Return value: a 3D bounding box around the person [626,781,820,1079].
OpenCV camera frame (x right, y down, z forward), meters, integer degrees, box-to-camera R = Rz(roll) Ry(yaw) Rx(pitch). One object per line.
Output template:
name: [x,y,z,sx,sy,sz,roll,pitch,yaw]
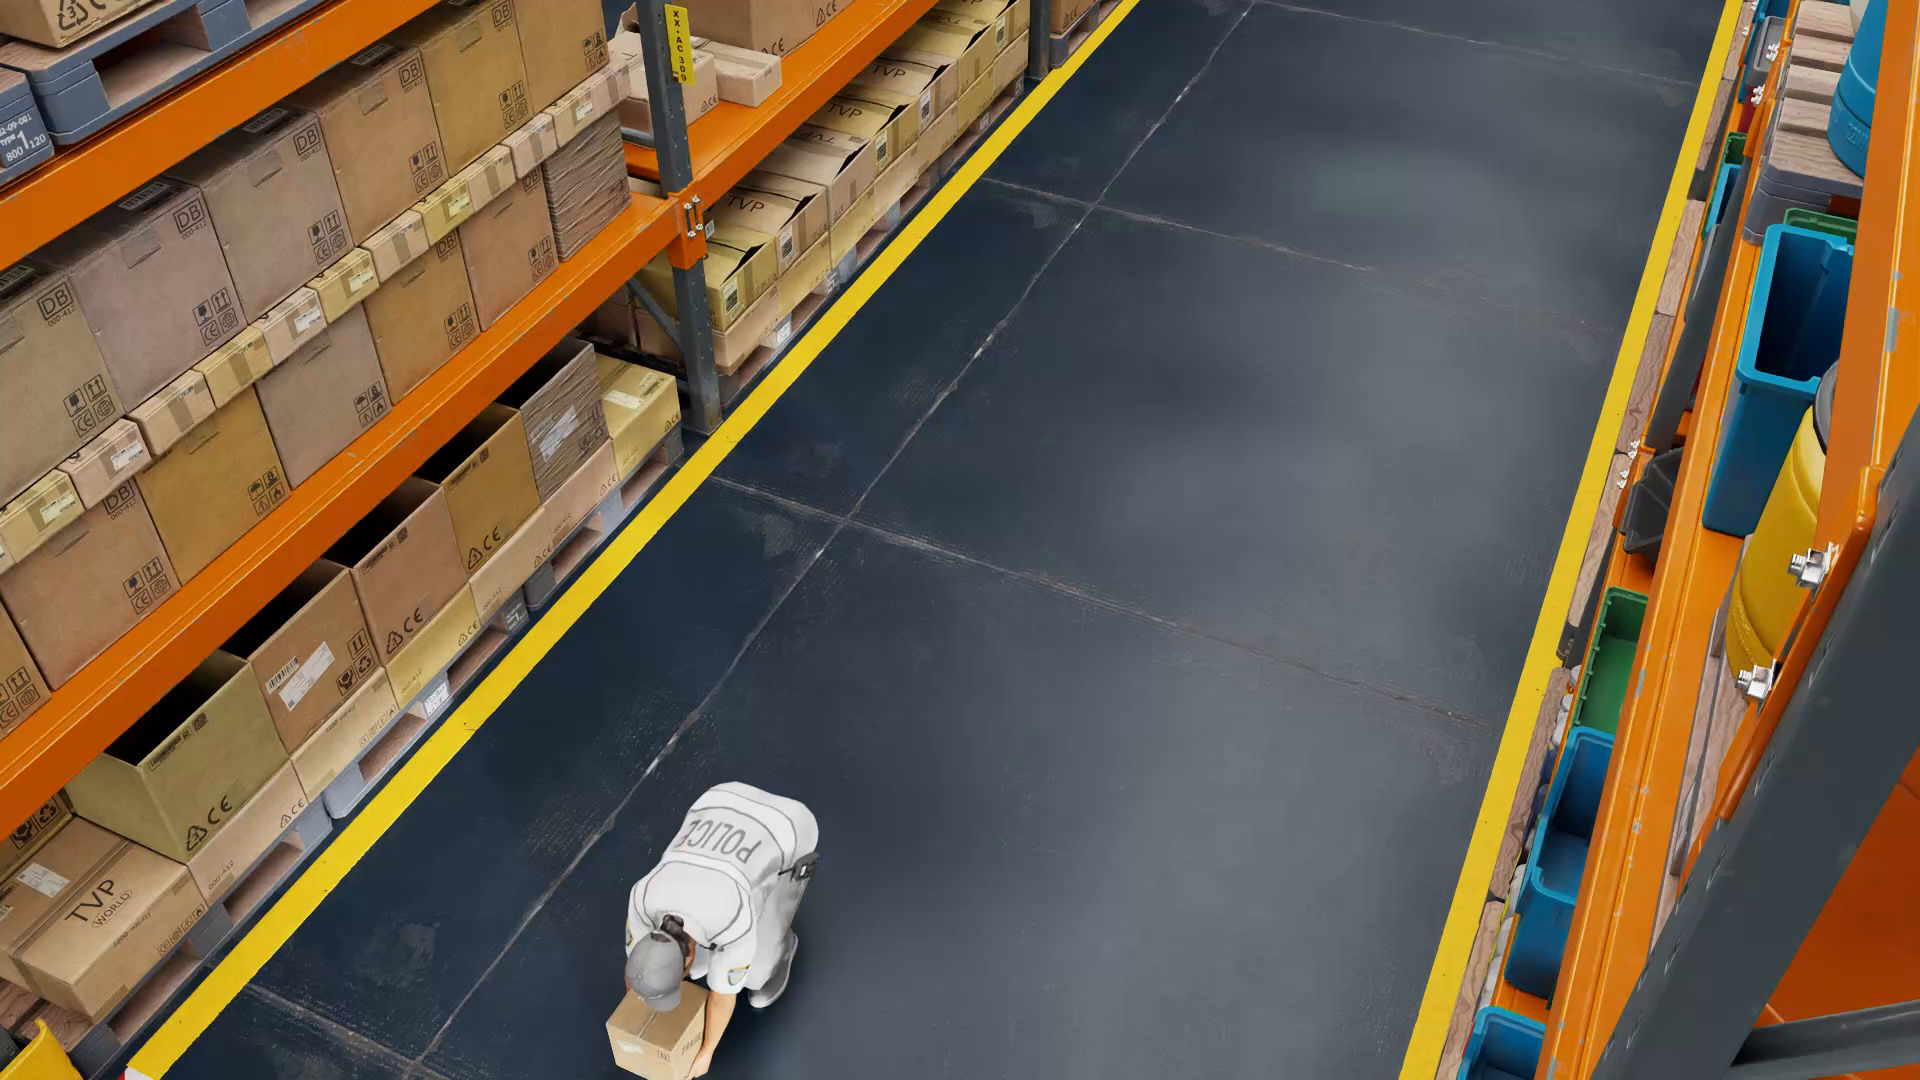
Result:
person: [-0.797,1.266,5.484,0.494,0.775,0.917,16,45,17]
